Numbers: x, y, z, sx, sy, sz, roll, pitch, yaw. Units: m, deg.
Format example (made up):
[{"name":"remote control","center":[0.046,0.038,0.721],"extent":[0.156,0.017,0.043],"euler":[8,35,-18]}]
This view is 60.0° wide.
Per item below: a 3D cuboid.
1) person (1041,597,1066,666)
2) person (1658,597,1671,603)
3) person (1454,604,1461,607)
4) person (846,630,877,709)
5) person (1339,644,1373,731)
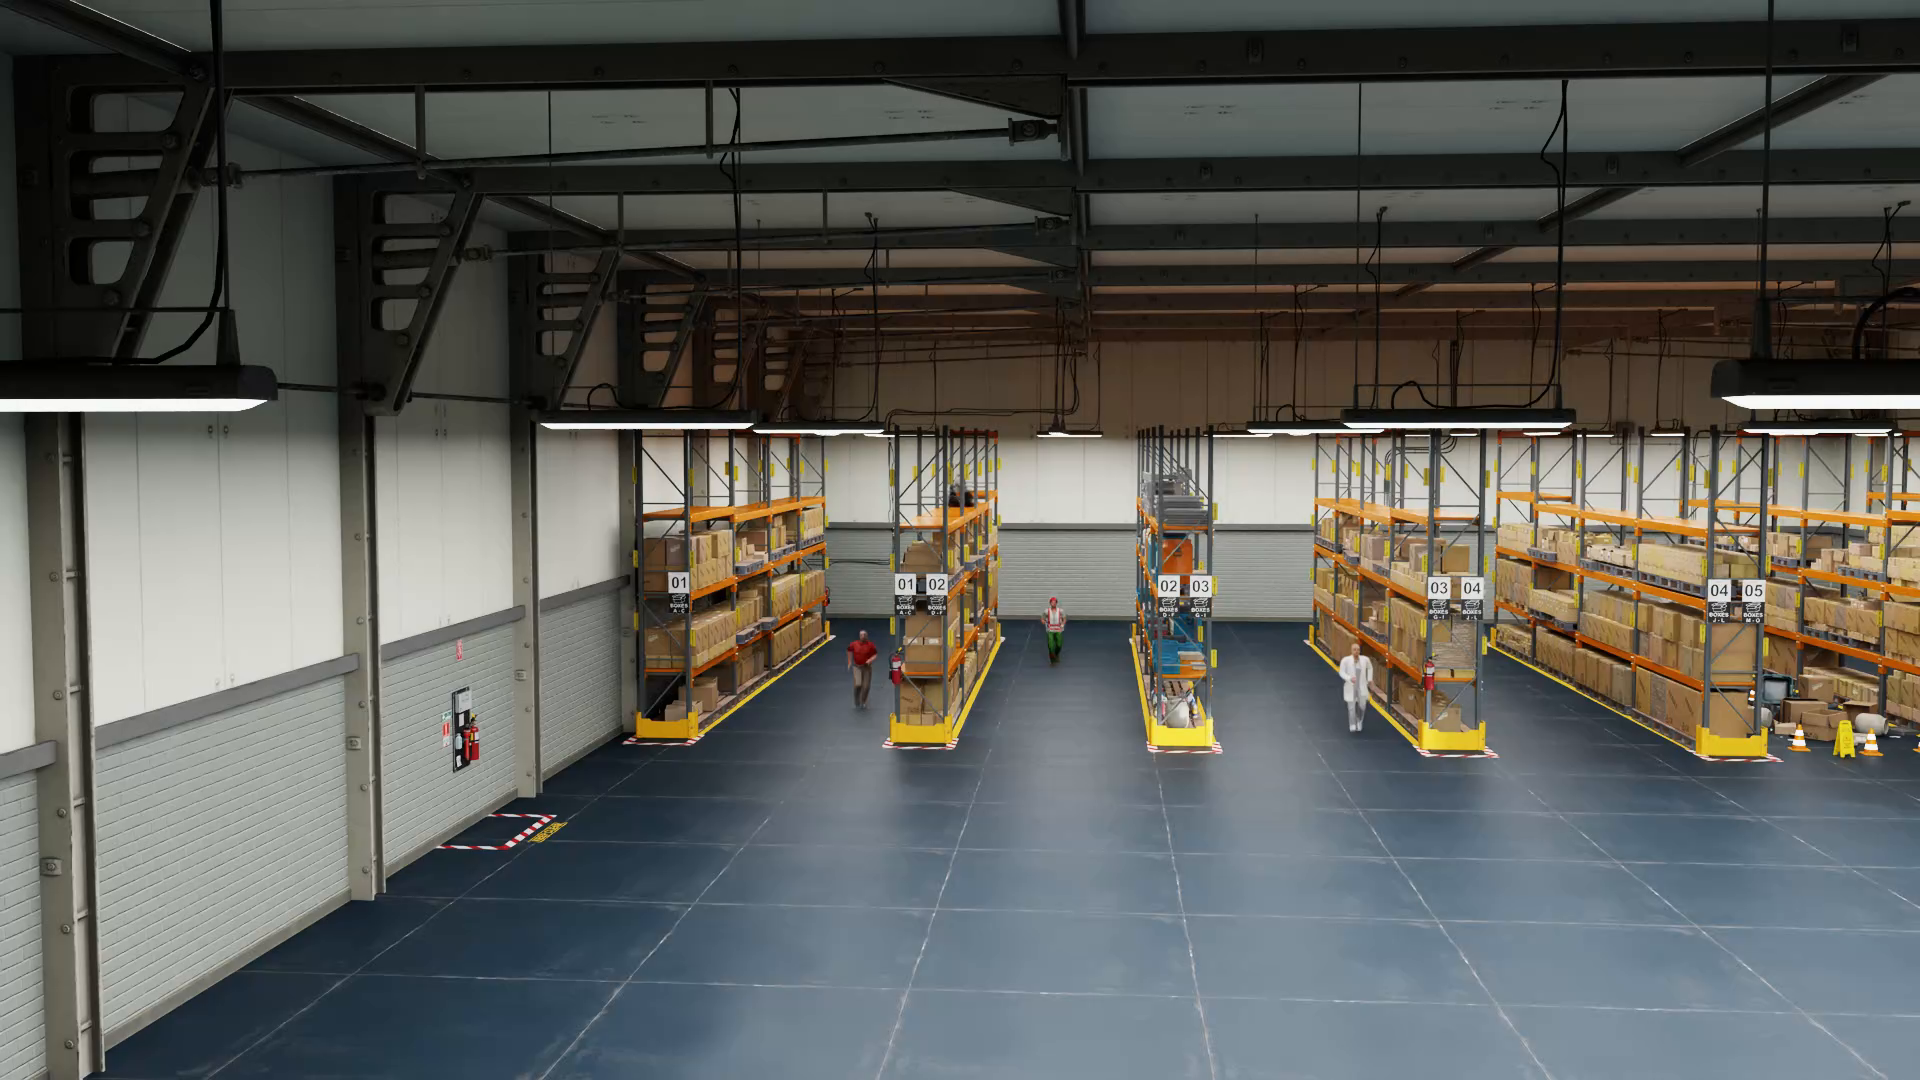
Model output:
[{"name":"person","center":[2.381,2.321,42.079],"extent":[0.650,1.739,0.605],"euler":[0,3,-2]},{"name":"person","center":[19.995,2.042,47.229],"extent":[0.709,1.715,0.760],"euler":[2,4,27]},{"name":"person","center":[13.505,2.129,45.332],"extent":[0.688,1.821,0.843],"euler":[1,3,11]},{"name":"person","center":[-2.073,2.747,35.290],"extent":[0.638,1.688,0.741],"euler":[-1,3,-8]},{"name":"person","center":[7.740,2.895,32.468],"extent":[0.680,1.725,0.785],"euler":[0,3,6]}]
